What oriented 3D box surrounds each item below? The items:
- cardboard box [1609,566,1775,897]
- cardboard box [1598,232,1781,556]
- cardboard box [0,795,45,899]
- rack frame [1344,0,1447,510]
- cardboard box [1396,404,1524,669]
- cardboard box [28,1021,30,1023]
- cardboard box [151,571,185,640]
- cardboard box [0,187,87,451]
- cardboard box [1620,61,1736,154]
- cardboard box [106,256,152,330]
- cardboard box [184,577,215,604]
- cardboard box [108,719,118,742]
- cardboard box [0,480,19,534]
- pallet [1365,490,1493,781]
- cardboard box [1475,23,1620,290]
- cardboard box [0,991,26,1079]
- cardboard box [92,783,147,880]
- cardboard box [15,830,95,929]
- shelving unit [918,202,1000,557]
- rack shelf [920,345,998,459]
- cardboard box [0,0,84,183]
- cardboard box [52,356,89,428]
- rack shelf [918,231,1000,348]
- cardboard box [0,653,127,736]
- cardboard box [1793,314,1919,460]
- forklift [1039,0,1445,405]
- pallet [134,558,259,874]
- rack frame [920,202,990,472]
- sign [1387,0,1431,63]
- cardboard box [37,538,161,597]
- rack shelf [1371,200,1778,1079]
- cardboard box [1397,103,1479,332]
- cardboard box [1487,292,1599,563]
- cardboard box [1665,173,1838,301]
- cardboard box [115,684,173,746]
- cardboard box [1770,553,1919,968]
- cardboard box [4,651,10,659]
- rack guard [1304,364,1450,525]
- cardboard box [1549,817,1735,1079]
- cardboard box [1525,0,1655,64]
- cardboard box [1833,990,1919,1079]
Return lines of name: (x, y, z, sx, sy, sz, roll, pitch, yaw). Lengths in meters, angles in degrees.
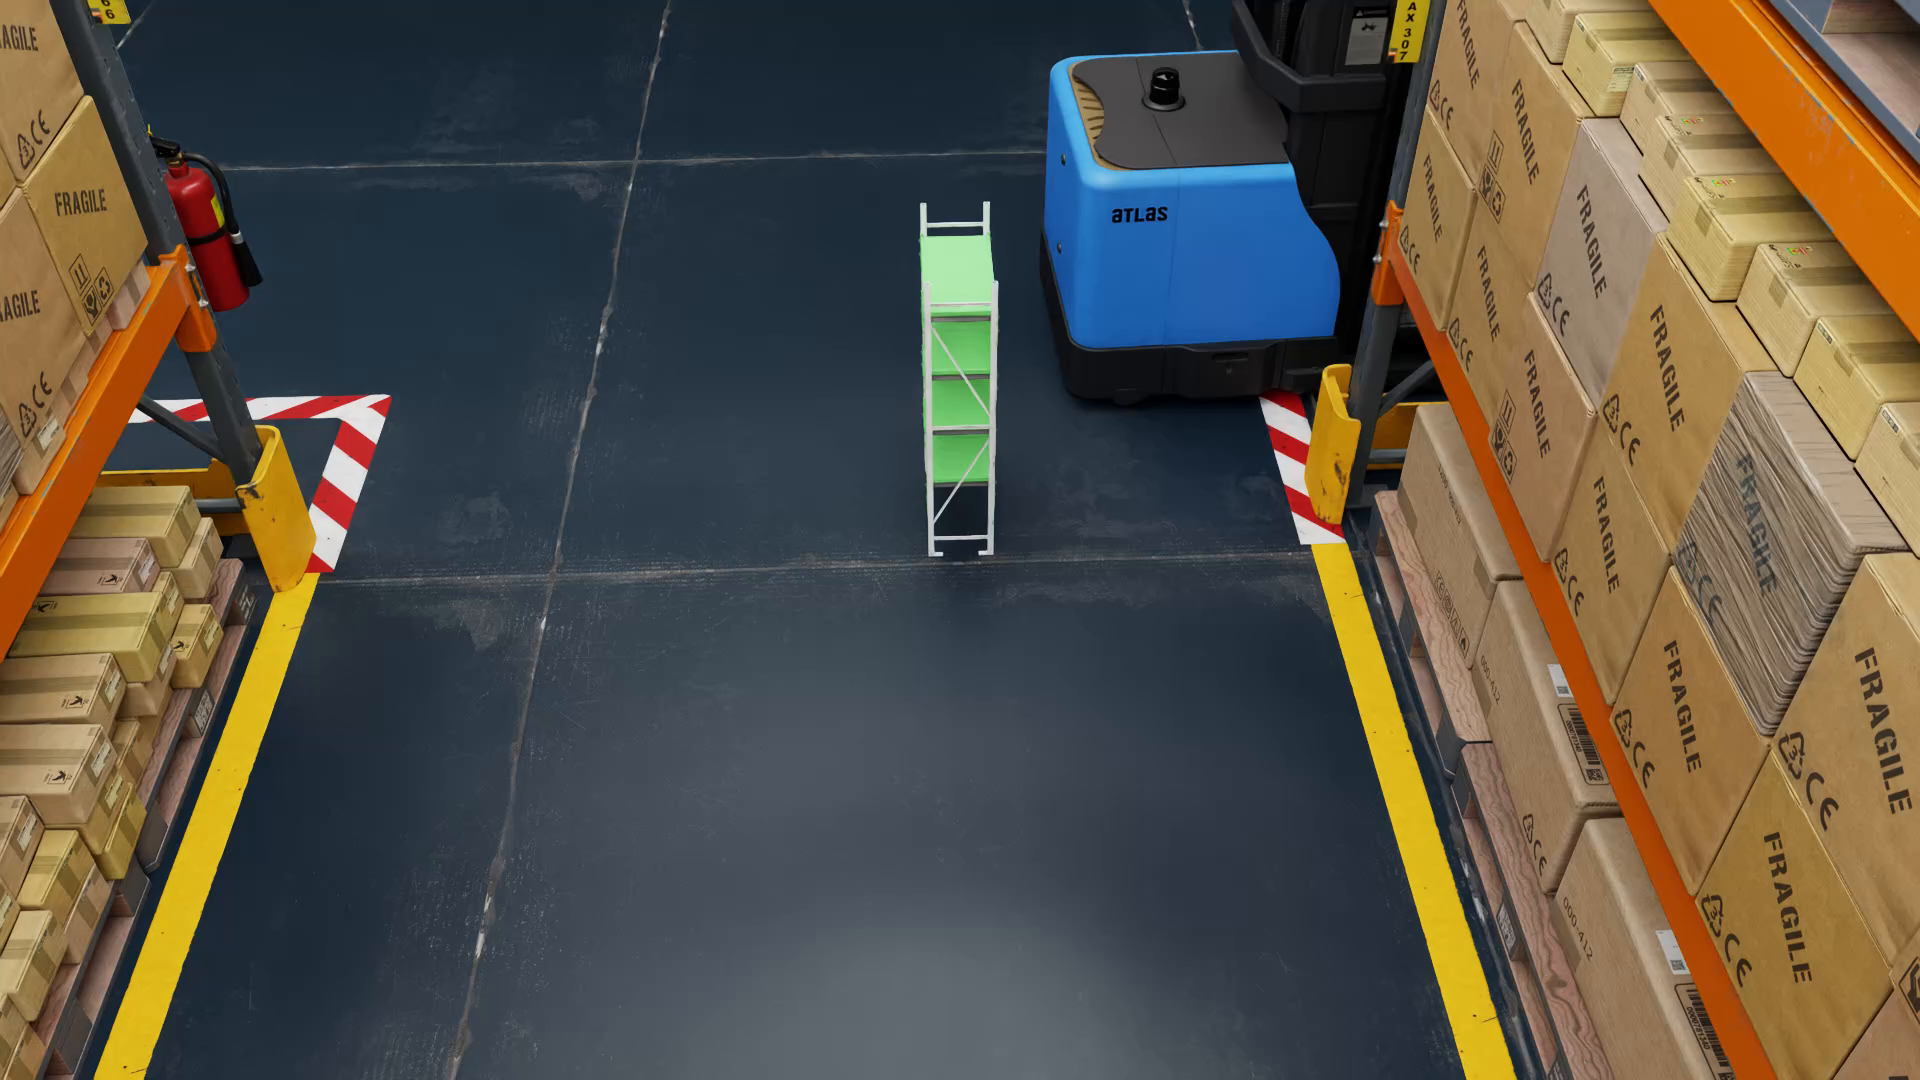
cardboard box: (1.770, 0.393, 3.527, 0.500, 0.500, 0.500, -2, 43, -2)
cardboard box: (1.755, -0.319, 3.564, 0.500, 0.500, 0.500, -1, 43, -2)
cardboard box: (-2.721, 0.839, 4.474, 0.380, 0.149, 0.250, -3, 43, -3)
rack frame: (1.938, -1.278, 5.425, 1.000, 3.000, 0.127, -2, 43, -2)
cardboard box: (2.066, -0.046, 5.666, 0.875, 0.438, 0.875, -3, 43, -3)
cardboard box: (-2.711, 1.224, 4.494, 0.380, 0.149, 0.250, -1, 43, -1)
cardboard box: (-2.738, 0.244, 5.342, 0.380, 0.149, 0.250, -3, 43, -3)
cardboard box: (-2.710, -0.571, 4.359, 0.500, 0.500, 0.500, -2, 43, -2)
cardboard box: (1.749, -0.969, 3.793, 0.380, 0.149, 0.250, -1, 43, -1)
cardboard box: (-2.707, -0.764, 5.049, 0.380, 0.149, 0.250, -2, 43, -2)
cardboard box: (-2.772, 0.177, 5.636, 0.380, 0.149, 0.250, -1, 43, -1)
cardboard box: (-2.763, 0.602, 4.953, 0.380, 0.149, 0.250, -2, 43, -2)
cardboard box: (-2.692, -0.075, 4.298, 0.380, 0.149, 0.250, -3, 43, -4)
pallet: (2.051, 0.287, 5.781, 1.003, 0.211, 1.213, -2, 43, -2)
cardboard box: (1.703, -1.003, 4.310, 0.500, 0.500, 0.500, -3, 43, -3)
cardboard box: (-2.620, 1.292, 4.199, 0.380, 0.149, 0.250, -2, 43, -2)
cardboard box: (-2.638, 0.866, 4.885, 0.380, 0.149, 0.250, -3, 43, -4)
cardboard box: (-2.644, 0.940, 4.583, 0.380, 0.149, 0.250, 0, 43, 0)
shelving unit: (-0.007, -0.554, 5.966, 0.258, 1.200, 0.503, -2, 43, -2)
rack shelf: (-0.007, -0.507, 6.010, 0.258, 0.148, 0.480, -2, 43, -2)
cardboard box: (-2.735, -1.281, 4.394, 0.500, 0.500, 0.500, -2, 43, -3)
cardboard box: (-2.708, -0.426, 4.680, 0.380, 0.149, 0.250, -2, 43, -2)
rack shelf: (-0.007, -0.861, 5.685, 0.258, 0.148, 0.480, -2, 43, -2)
cardboard box: (-2.688, 0.478, 4.867, 0.380, 0.149, 0.250, -3, 43, -4)
cardboard box: (1.786, -0.286, 3.048, 0.380, 0.149, 0.250, -2, 43, -3)
forklift: (1.904, -2.043, 6.310, 3.031, 2.935, 1.130, -4, 43, -4)
pallet: (-3.000, 0.561, 5.482, 1.003, 0.211, 1.213, -2, 43, -2)
rack frame: (-0.017, -0.719, 6.146, 0.240, 1.200, 0.015, -2, 43, -2)
sign: (1.384, -1.615, 5.093, 0.100, 0.325, 0.005, -2, 43, -2)
cardboard box: (-2.774, 0.130, 5.247, 0.380, 0.149, 0.250, -1, 43, -1)
rack shelf: (2.023, 0.337, 4.195, 1.077, 0.370, 4.000, -2, 43, -2)
cardboard box: (1.672, -0.983, 5.028, 0.500, 0.500, 0.500, -2, 43, -2)
cardboard box: (1.725, -0.298, 4.282, 0.500, 0.500, 0.500, -2, 43, -2)
cardboard box: (1.701, -0.627, 3.420, 0.380, 0.149, 0.250, -3, 43, -3)
cardboard box: (-2.735, 0.529, 5.252, 0.380, 0.149, 0.250, -2, 43, -2)
cardboard box: (1.799, 0.363, 2.820, 0.500, 0.500, 0.500, -2, 43, -2)
cardboard box: (-3.183, 0.429, 5.141, 0.380, 0.149, 0.250, -1, 43, -1)
rack guard: (1.937, -0.373, 6.287, 1.175, 0.500, 0.348, -2, 43, -2)
cardboard box: (2.150, 1.180, 4.328, 0.875, 0.438, 0.875, -3, 43, -3)
cardboard box: (1.656, -1.322, 4.178, 0.380, 0.149, 0.250, 0, 43, 0)
cardboard box: (1.833, 1.079, 2.779, 0.500, 0.500, 0.500, -1, 43, -1)
